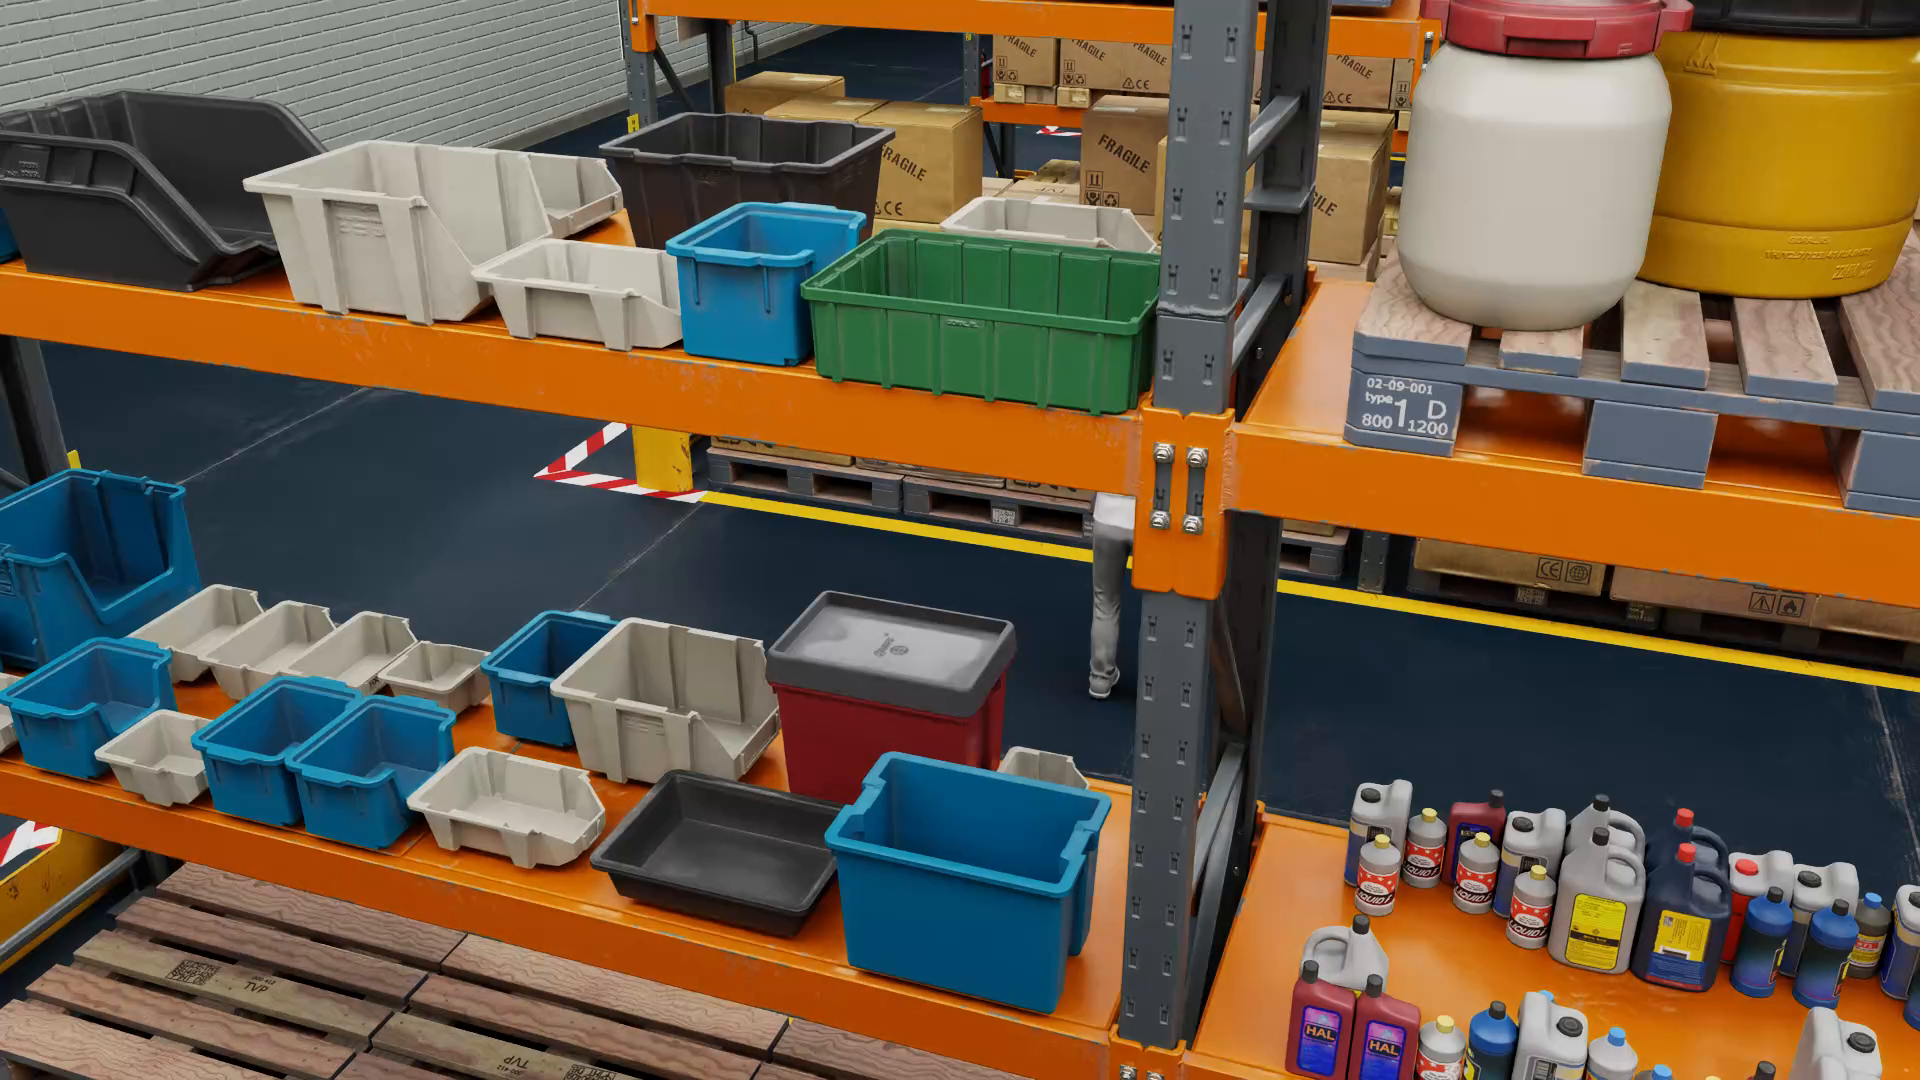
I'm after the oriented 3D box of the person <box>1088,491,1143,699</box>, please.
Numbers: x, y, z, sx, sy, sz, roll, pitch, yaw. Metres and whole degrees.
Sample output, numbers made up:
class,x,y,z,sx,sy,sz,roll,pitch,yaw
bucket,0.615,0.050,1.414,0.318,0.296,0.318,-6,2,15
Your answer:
class,x,y,z,sx,sy,sz,roll,pitch,yaw
person,0.774,-0.087,7.260,0.460,1.686,0.564,9,27,18
